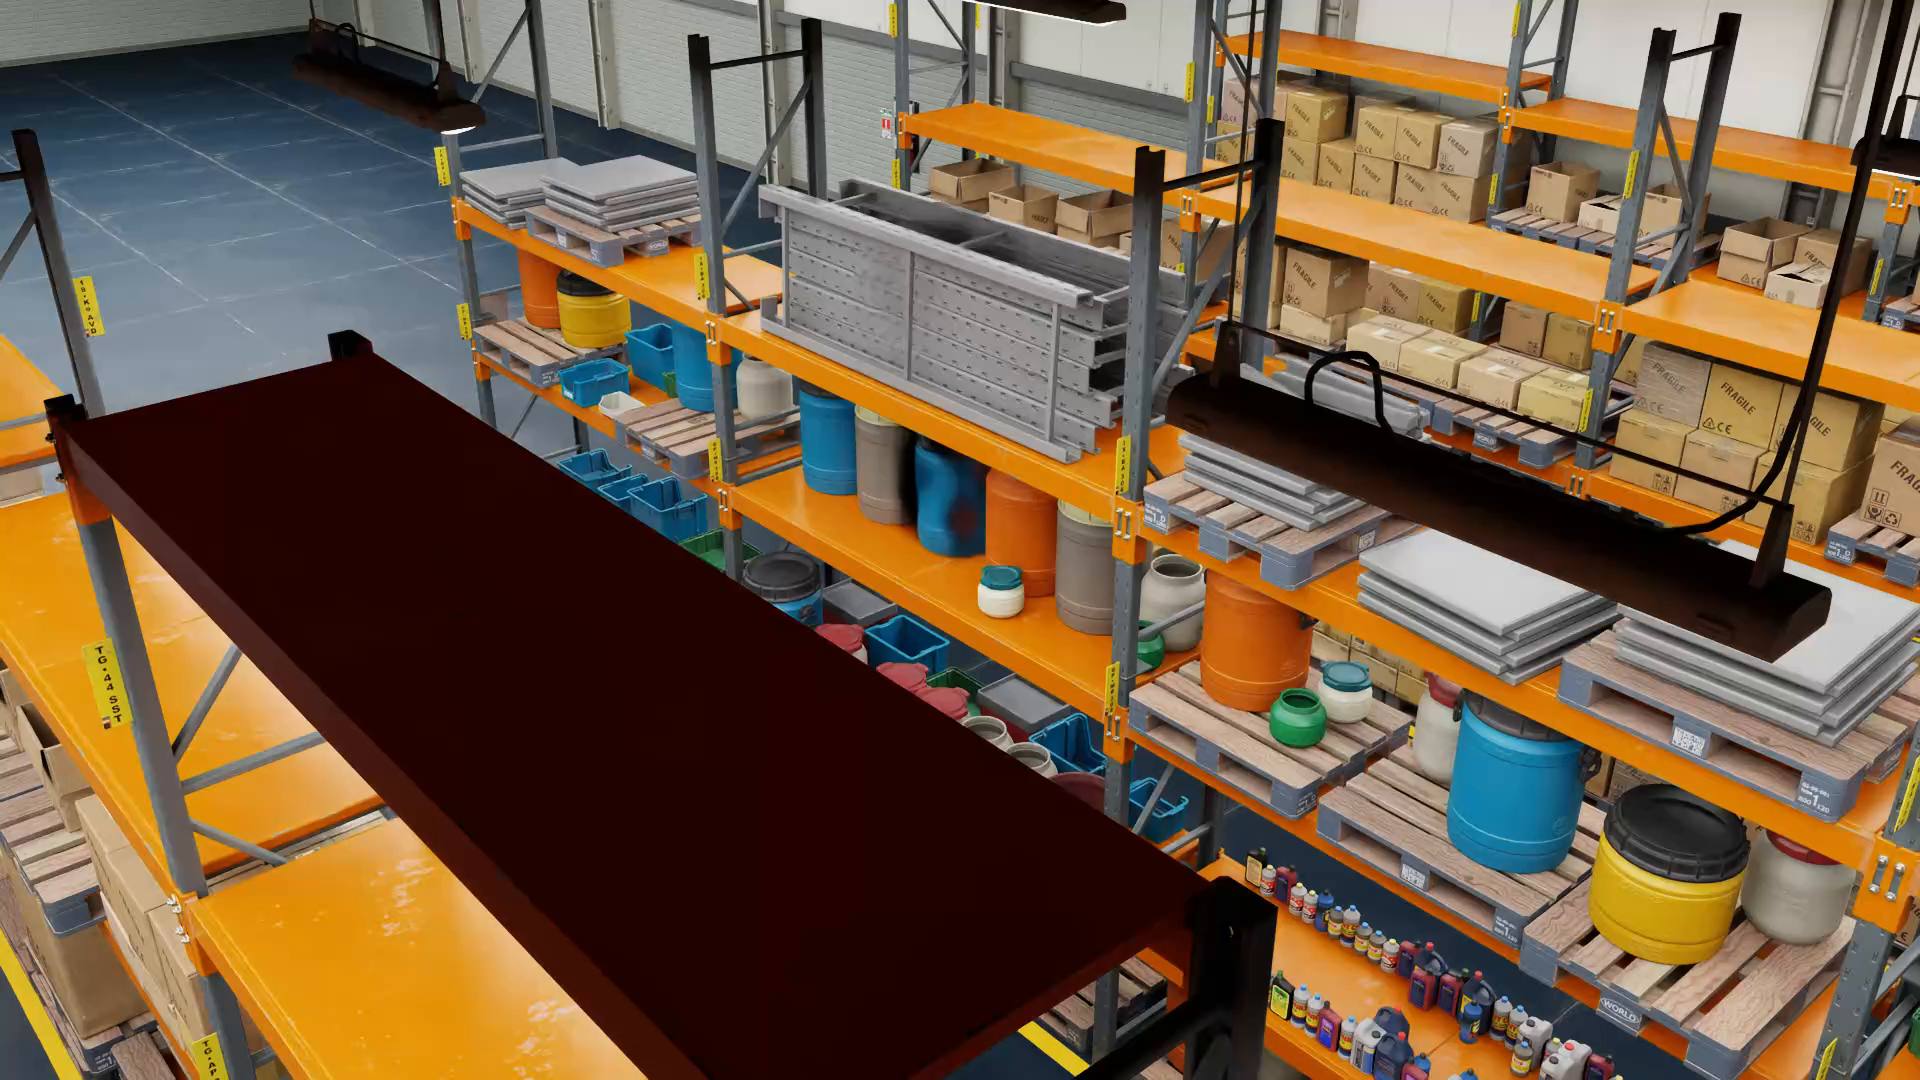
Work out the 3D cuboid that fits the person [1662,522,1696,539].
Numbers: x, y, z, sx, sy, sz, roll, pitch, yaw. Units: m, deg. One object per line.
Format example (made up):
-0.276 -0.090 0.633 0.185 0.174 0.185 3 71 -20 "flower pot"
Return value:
6.757 0.039 15.661 0.804 1.713 0.522 23 35 38 "person"
